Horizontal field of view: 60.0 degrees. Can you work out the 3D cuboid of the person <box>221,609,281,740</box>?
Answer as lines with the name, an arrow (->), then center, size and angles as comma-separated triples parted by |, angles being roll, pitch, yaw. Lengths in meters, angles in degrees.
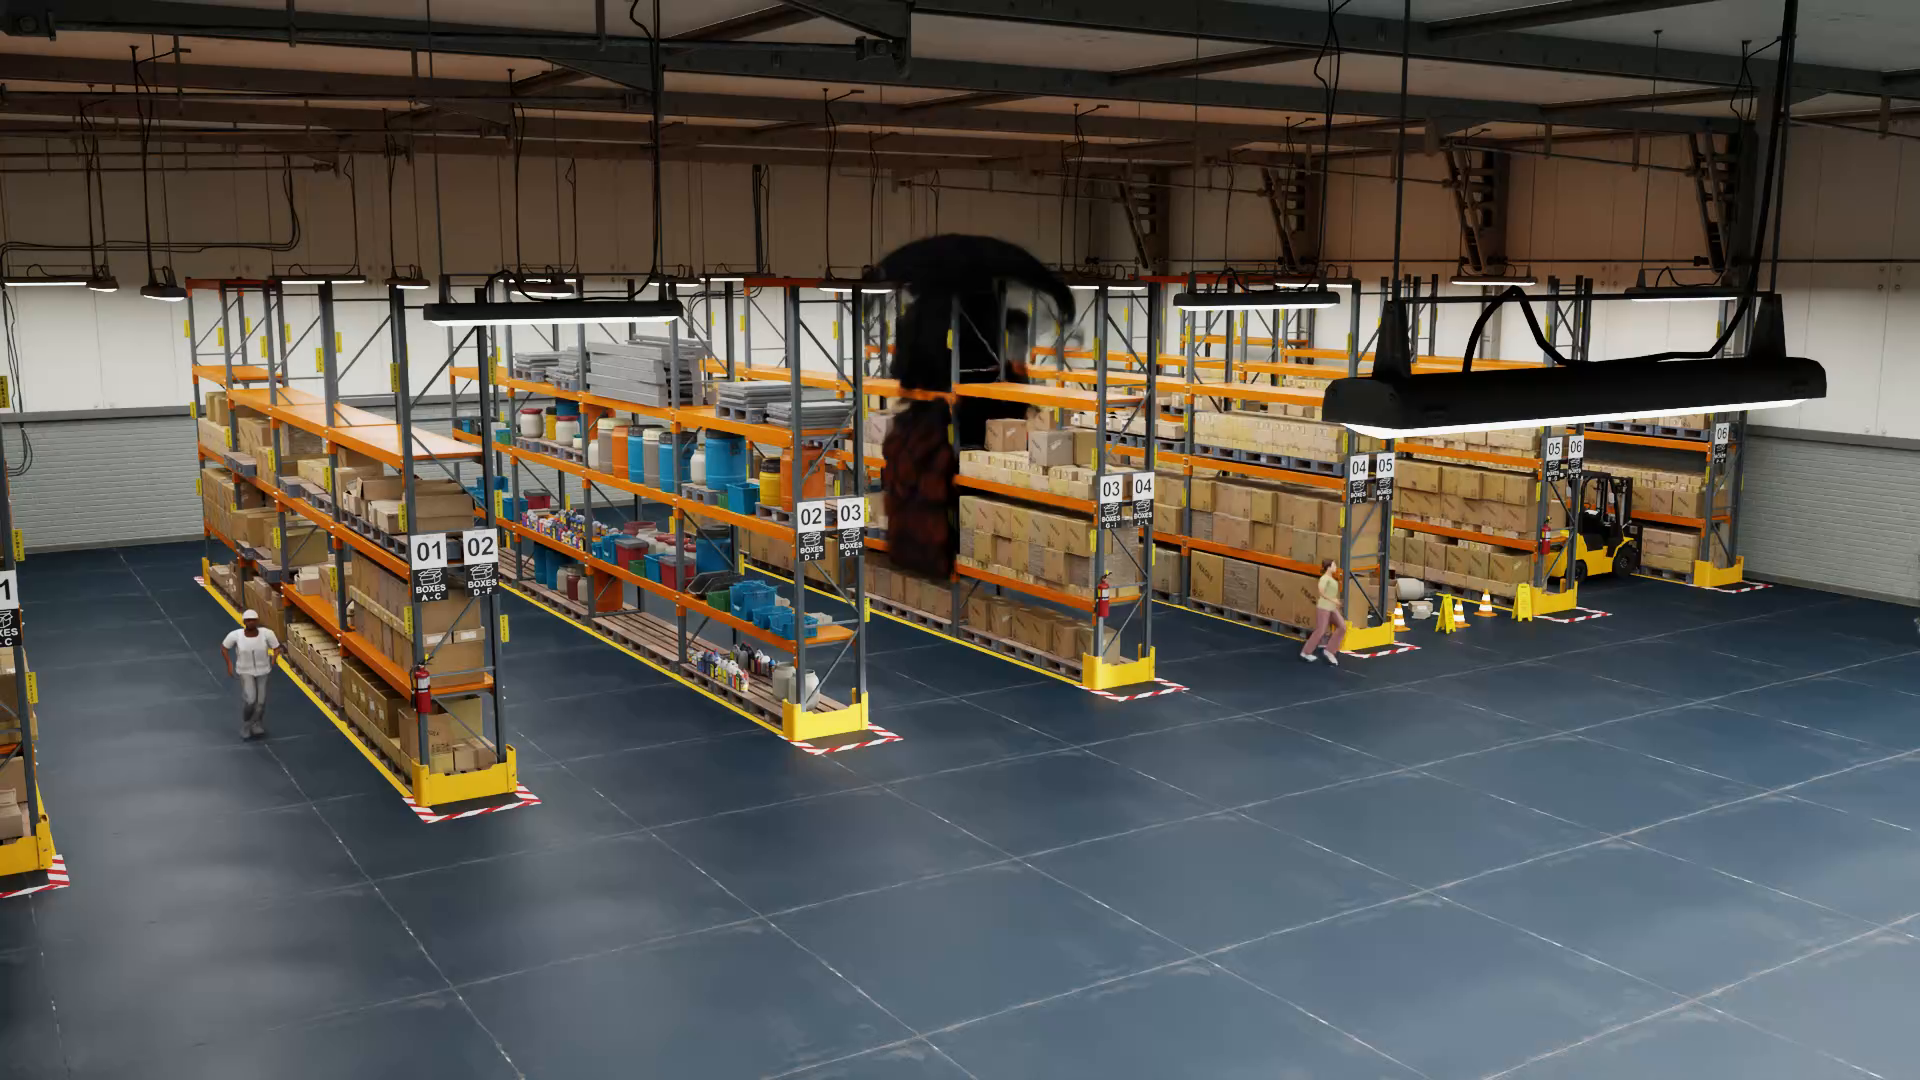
person -> -9.389, 1.783, 22.142 | 0.697, 1.753, 0.672 | -6, 11, -33

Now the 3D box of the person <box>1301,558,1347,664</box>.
person -> 5.818, 1.114, 26.435 | 0.672, 1.671, 0.624 | 6, 11, 31
